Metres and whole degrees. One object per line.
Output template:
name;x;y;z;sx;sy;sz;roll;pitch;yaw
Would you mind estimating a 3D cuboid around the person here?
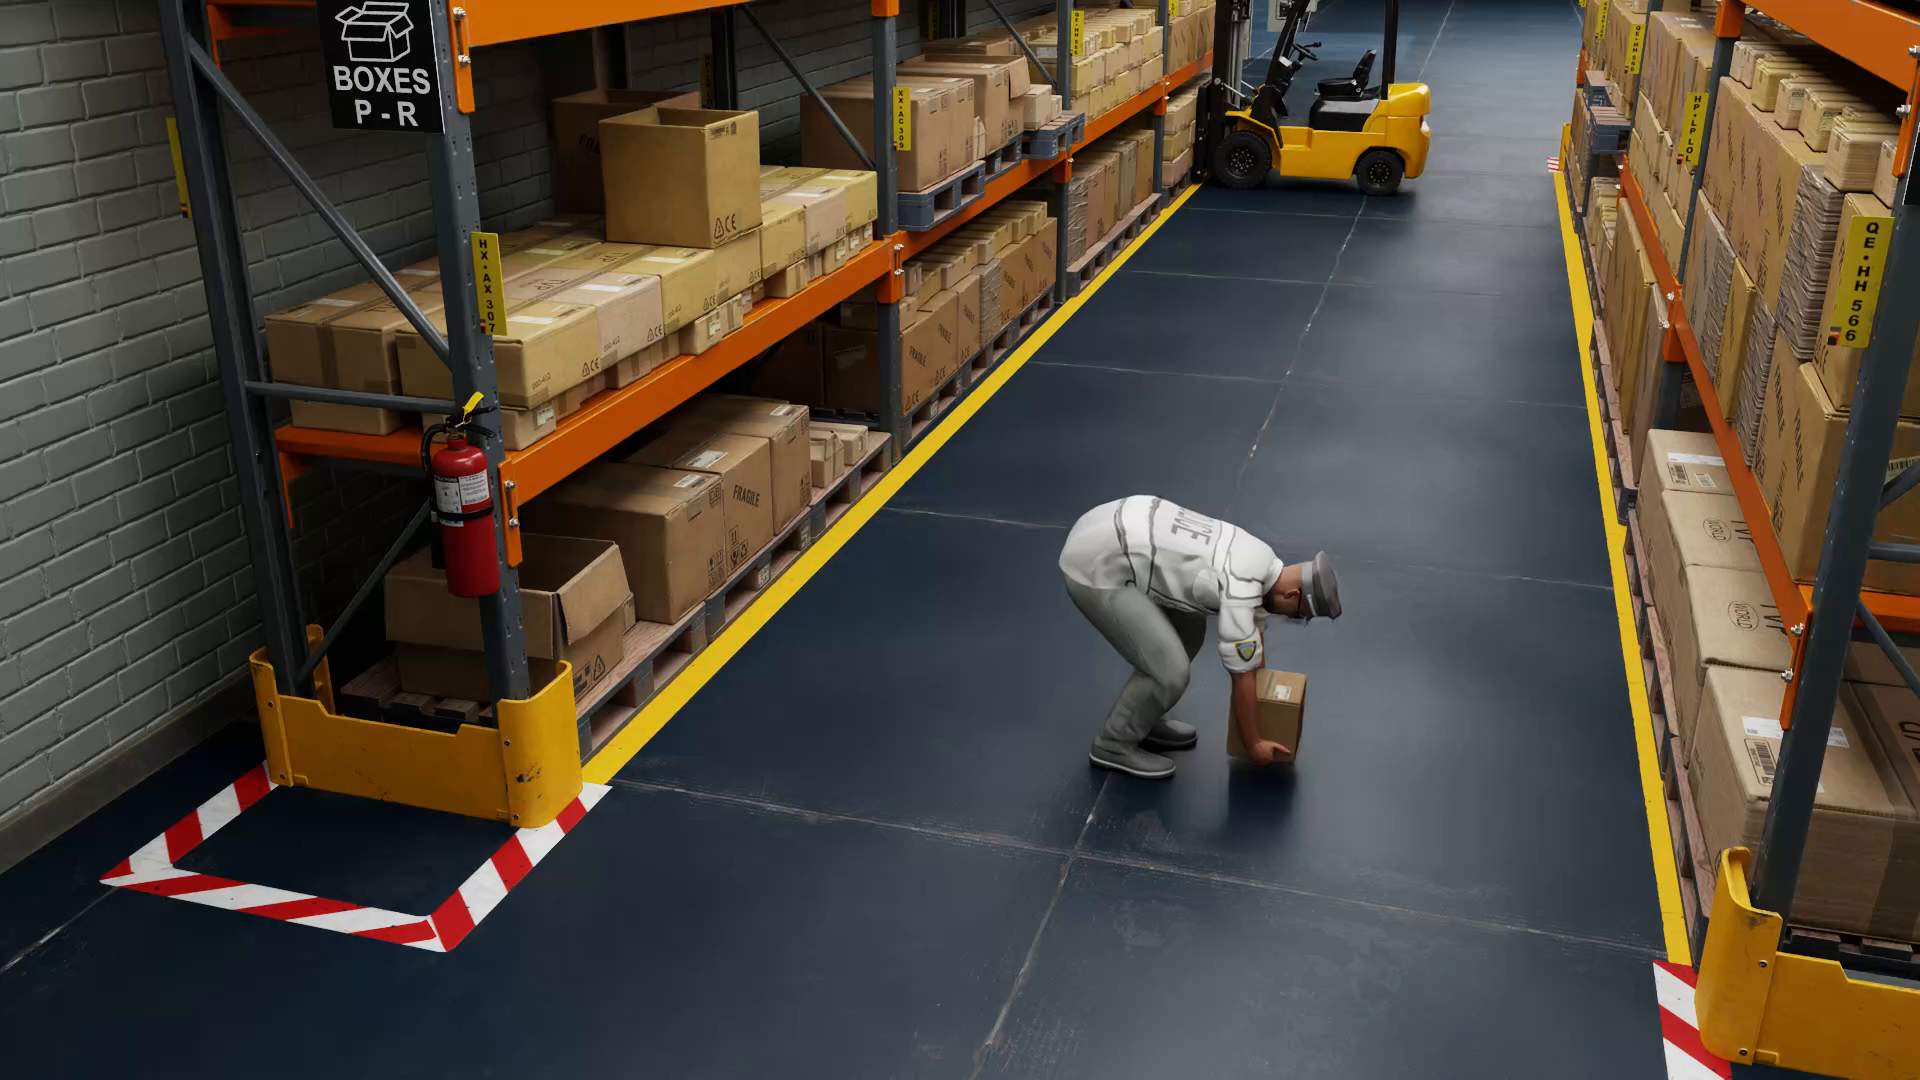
person;0.877;0.362;6.161;1.030;1.020;0.515;5;22;13
